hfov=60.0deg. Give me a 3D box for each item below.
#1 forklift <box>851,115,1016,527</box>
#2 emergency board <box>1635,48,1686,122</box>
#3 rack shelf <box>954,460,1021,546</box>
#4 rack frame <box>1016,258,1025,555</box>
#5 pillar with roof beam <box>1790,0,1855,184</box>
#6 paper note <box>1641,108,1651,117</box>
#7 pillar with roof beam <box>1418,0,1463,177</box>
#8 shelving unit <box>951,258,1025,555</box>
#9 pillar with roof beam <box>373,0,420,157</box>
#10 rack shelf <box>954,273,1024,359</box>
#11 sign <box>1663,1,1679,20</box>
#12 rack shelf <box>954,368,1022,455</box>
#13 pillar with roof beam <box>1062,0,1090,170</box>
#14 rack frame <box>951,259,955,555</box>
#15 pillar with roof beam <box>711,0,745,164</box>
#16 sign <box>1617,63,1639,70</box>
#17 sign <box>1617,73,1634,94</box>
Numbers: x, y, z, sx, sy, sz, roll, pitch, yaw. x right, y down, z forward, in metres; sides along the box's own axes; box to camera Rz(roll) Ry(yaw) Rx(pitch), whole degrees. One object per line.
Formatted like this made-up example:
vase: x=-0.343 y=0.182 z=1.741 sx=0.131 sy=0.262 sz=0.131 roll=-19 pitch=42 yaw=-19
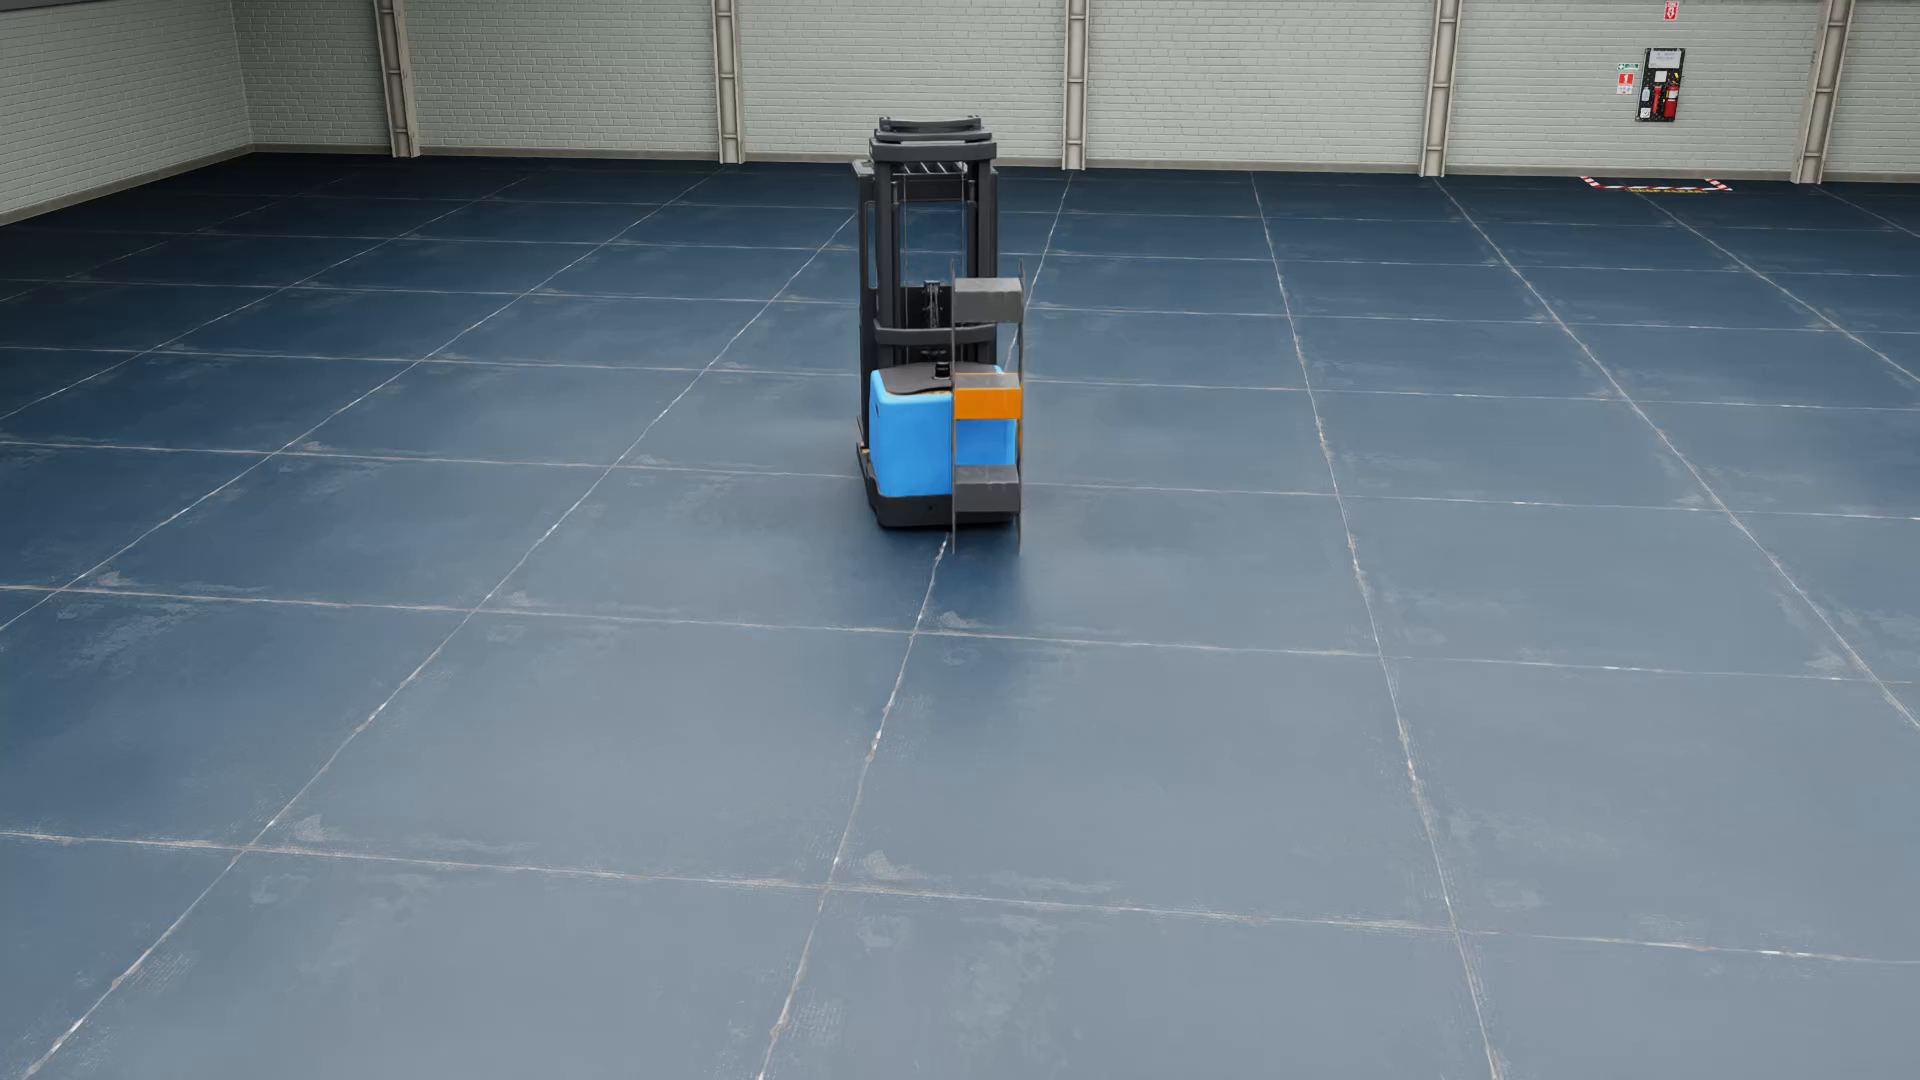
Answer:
forklift: x=-0.282 y=-1.966 z=13.426 sx=1.130 sy=2.935 sz=3.031 roll=-3 pitch=22 yaw=-7
emergency board: x=11.425 y=-7.393 z=27.059 sx=0.643 sy=1.169 sz=0.194 roll=2 pitch=22 yaw=6
rack shelf: x=0.192 y=-0.278 z=12.228 sx=0.480 sy=0.518 sz=0.431 roll=-1 pitch=22 yaw=-1
rack frame: x=0.435 y=-0.944 z=11.971 sx=0.015 sy=2.100 sz=0.400 roll=-1 pitch=22 yaw=-1
pillar with roof beam: x=13.368 y=-8.490 z=21.674 sx=0.400 sy=9.000 sz=9.100 roll=2 pitch=22 yaw=6
paper note: x=11.257 y=-7.016 z=27.304 sx=0.142 sy=0.148 sz=0.016 roll=2 pitch=22 yaw=6
pillar with roof beam: x=7.410 y=-8.749 z=22.331 sx=0.400 sy=9.000 sz=9.100 roll=2 pitch=22 yaw=6
shelving unit: x=0.192 y=-0.941 z=11.965 sx=0.503 sy=2.100 sz=0.431 roll=-1 pitch=22 yaw=-1
pillar with roof beam: x=-10.465 y=-9.528 z=24.301 sx=0.400 sy=9.000 sz=9.100 roll=2 pitch=22 yaw=6
rack shelf: x=0.192 y=-1.580 z=11.713 sx=0.480 sy=0.518 sz=0.431 roll=-1 pitch=22 yaw=-1
sign: x=11.429 y=-8.507 z=26.725 sx=0.199 sy=0.298 sz=0.001 roll=2 pitch=22 yaw=6
rack shelf: x=0.192 y=-0.929 z=11.970 sx=0.480 sy=0.518 sz=0.431 roll=-1 pitch=22 yaw=-1
pillar with roof beam: x=1.451 y=-9.009 z=22.988 sx=0.400 sy=9.000 sz=9.100 roll=2 pitch=22 yaw=6
rack frame: x=-0.052 y=-0.939 z=11.959 sx=0.015 sy=2.100 sz=0.400 roll=-1 pitch=22 yaw=-1
pillar with roof beam: x=-4.507 y=-9.269 z=23.644 sx=0.400 sy=9.000 sz=9.100 roll=2 pitch=22 yaw=6
sign: x=10.892 y=-7.714 z=27.102 sx=0.331 sy=0.109 sz=0.001 roll=2 pitch=22 yaw=6
sign: x=10.888 y=-7.471 z=27.208 sx=0.234 sy=0.329 sz=0.001 roll=2 pitch=22 yaw=6
